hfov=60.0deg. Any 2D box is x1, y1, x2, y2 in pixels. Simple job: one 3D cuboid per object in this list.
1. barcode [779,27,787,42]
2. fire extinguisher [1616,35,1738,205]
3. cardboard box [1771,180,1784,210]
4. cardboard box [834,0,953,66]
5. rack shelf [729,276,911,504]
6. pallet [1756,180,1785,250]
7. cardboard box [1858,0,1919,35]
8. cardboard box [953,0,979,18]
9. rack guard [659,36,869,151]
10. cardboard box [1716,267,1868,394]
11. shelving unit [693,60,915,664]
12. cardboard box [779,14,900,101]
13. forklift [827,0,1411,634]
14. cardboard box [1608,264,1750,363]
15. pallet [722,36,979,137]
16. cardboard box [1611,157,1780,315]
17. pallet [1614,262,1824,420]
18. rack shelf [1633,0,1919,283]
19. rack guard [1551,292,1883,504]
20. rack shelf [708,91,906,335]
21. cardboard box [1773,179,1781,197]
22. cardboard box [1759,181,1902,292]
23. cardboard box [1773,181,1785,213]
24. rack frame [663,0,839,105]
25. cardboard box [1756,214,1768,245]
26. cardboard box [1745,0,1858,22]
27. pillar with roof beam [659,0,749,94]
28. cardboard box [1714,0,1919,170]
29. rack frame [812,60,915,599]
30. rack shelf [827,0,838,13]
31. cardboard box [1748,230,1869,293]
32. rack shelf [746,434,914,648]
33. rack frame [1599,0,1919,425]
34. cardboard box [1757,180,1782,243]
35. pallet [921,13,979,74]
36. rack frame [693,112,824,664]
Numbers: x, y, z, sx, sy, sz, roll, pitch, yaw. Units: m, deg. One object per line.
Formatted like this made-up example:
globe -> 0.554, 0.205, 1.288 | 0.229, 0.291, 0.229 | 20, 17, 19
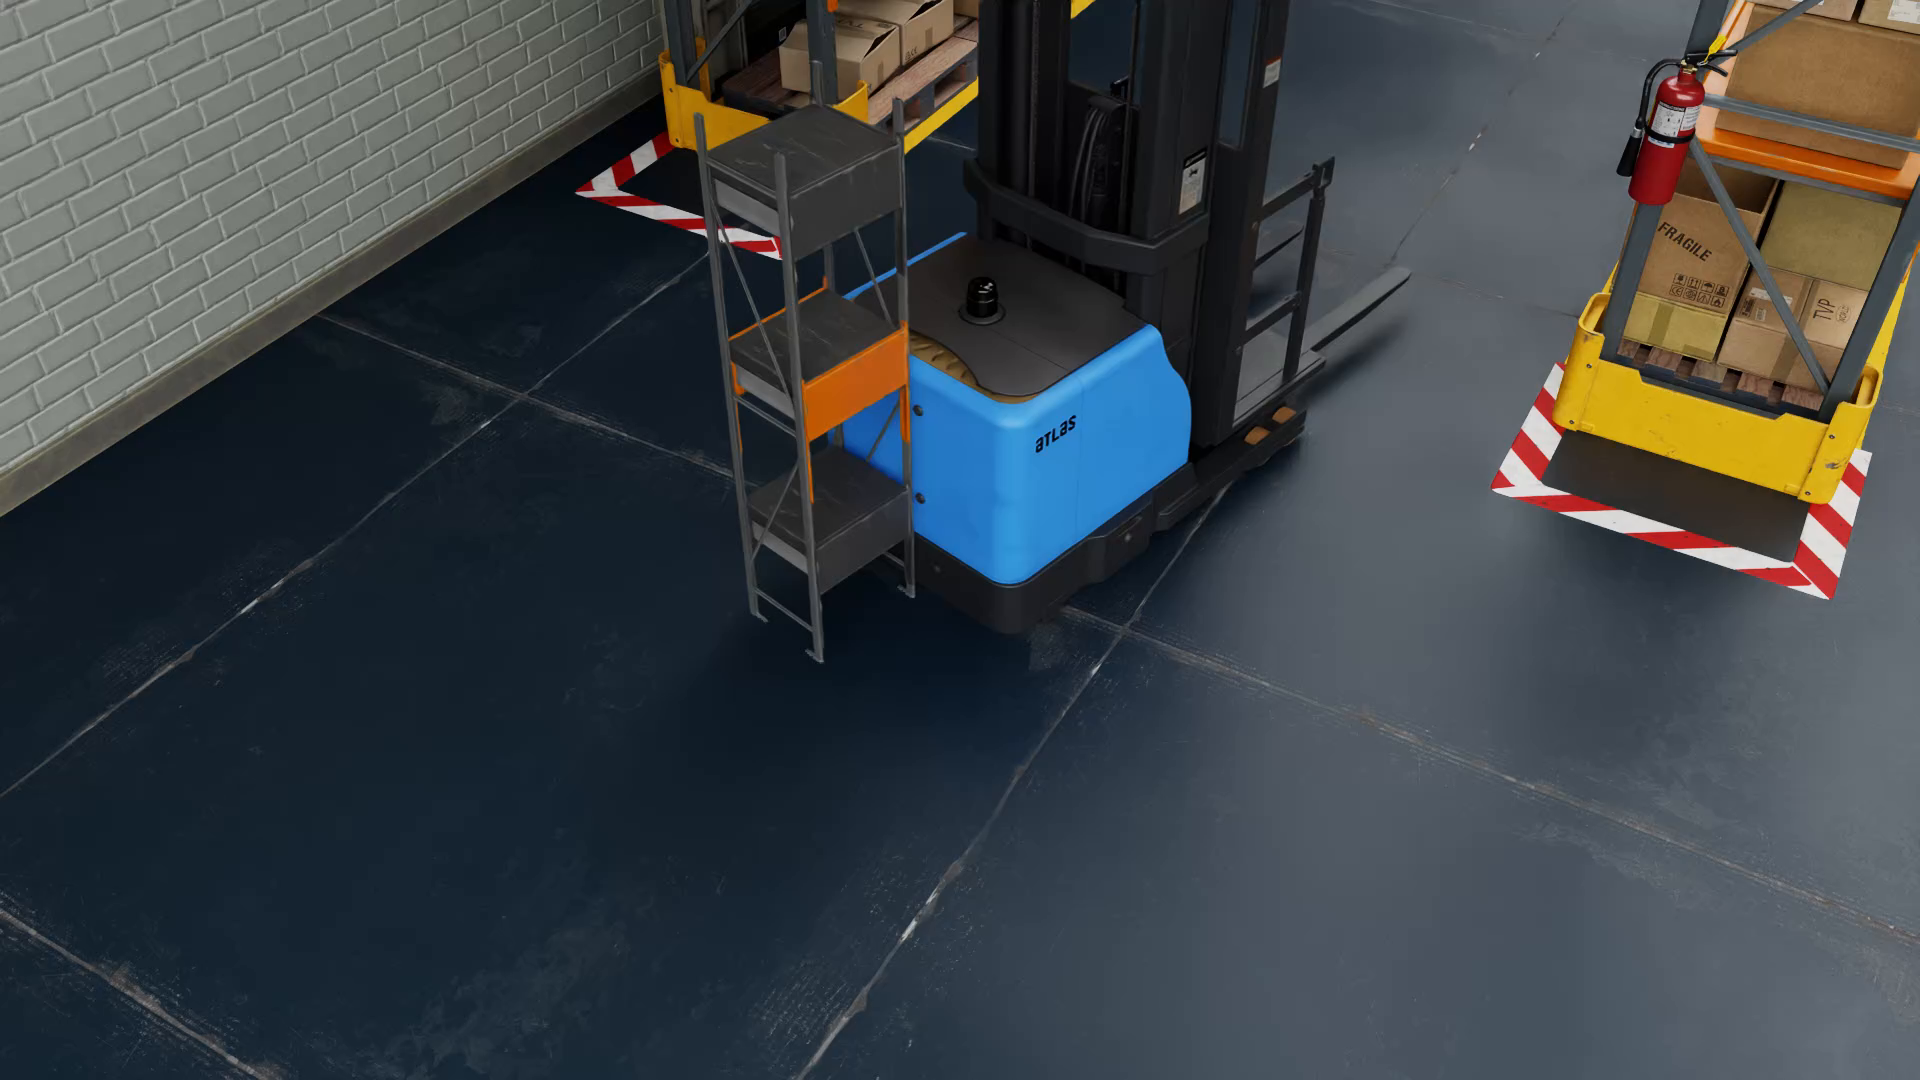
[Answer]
barcode -> -1.005, -2.868, 9.432 | 0.001, 0.075, 0.075 | 21, 45, 22
fire extinguisher -> 2.737, -1.620, 6.379 | 0.296, 0.674, 0.183 | 21, 45, 22
cardboard box -> 3.951, -1.956, 8.464 | 0.500, 0.250, 0.500 | 21, 45, 22
cardboard box -> -0.383, -3.048, 9.643 | 0.500, 0.311, 0.500 | 25, 47, 25
rack shelf -> -0.492, -0.525, 5.778 | 0.431, 0.518, 0.480 | 32, 51, 31
pallet -> 4.156, -1.664, 8.479 | 1.003, 0.211, 1.213 | 21, 45, 22
cardboard box -> 3.581, -1.998, 6.182 | 0.380, 0.149, 0.250 | 21, 45, 22
cardboard box -> 0.028, -3.522, 10.038 | 0.700, 0.500, 0.500 | 18, 45, 19
rack guard -> -1.054, -2.305, 8.989 | 1.175, 0.500, 0.348 | 21, 45, 22
cardboard box -> 3.659, -0.922, 7.291 | 0.500, 0.250, 0.500 | 21, 45, 22
shelving unit -> -0.492, -0.535, 5.769 | 0.431, 2.100, 0.503 | 32, 51, 31
cardboard box -> -0.668, -2.722, 9.273 | 0.500, 0.311, 0.500 | 16, 44, 17
forklift -> 0.849, -1.628, 6.380 | 1.130, 2.935, 3.031 | 32, 51, 31
cardboard box -> 3.211, -1.094, 7.485 | 0.500, 0.250, 0.500 | 21, 45, 22
pallet -> -0.617, -2.650, 9.599 | 1.003, 0.211, 1.213 | 21, 45, 22
cardboard box -> 3.209, -1.376, 7.238 | 0.500, 0.500, 0.500 | 21, 45, 22
pallet -> 3.545, -0.968, 7.690 | 1.003, 0.211, 1.213 | 21, 45, 22
rack shelf -> 4.199, -2.438, 7.793 | 1.077, 0.370, 4.000 | 21, 45, 22
rack guard -> 3.186, -0.612, 7.066 | 1.175, 0.500, 0.348 | 21, 45, 22
rack shelf -> -0.492, -1.050, 5.315 | 0.431, 0.518, 0.480 | 32, 51, 31
cardboard box -> 3.697, -1.953, 7.893 | 0.500, 0.500, 0.500 | 21, 45, 22
cardboard box -> 3.908, -1.491, 7.368 | 0.500, 0.500, 0.500 | 21, 45, 22
cardboard box -> 4.147, -1.781, 7.698 | 0.500, 0.500, 0.500 | 21, 45, 22
rack frame -> -1.092, -3.200, 8.114 | 1.000, 3.000, 0.127 | 21, 45, 22
cardboard box -> 3.451, -1.384, 7.814 | 0.500, 0.250, 0.500 | 21, 45, 22
cardboard box -> 3.225, -2.126, 6.328 | 0.380, 0.149, 0.250 | 20, 45, 21
pillar with roof beam -> 2.236, -4.714, 5.294 | 9.100, 9.000, 0.400 | 21, 45, 22
cardboard box -> 3.443, -1.864, 6.521 | 0.700, 0.500, 0.500 | 21, 45, 22
rack frame -> -0.324, -0.652, 5.901 | 0.400, 2.100, 0.015 | 32, 51, 31
rack shelf -> -0.091, -4.074, 9.651 | 1.077, 0.370, 4.000 | 21, 45, 22
cardboard box -> 3.906, -1.210, 7.617 | 0.500, 0.250, 0.500 | 21, 45, 22
rack shelf -> -0.492, 0.001, 6.240 | 0.431, 0.518, 0.480 | 32, 51, 31
rack frame -> 3.198, -1.563, 6.256 | 1.000, 3.000, 0.127 | 21, 45, 22
cardboard box -> 3.699, -1.670, 8.140 | 0.500, 0.250, 0.500 | 21, 45, 22
pallet -> -0.006, -3.345, 10.389 | 1.003, 0.211, 1.213 | 21, 45, 22
rack frame -> -0.660, -0.418, 5.636 | 0.400, 2.100, 0.015 | 32, 51, 31
